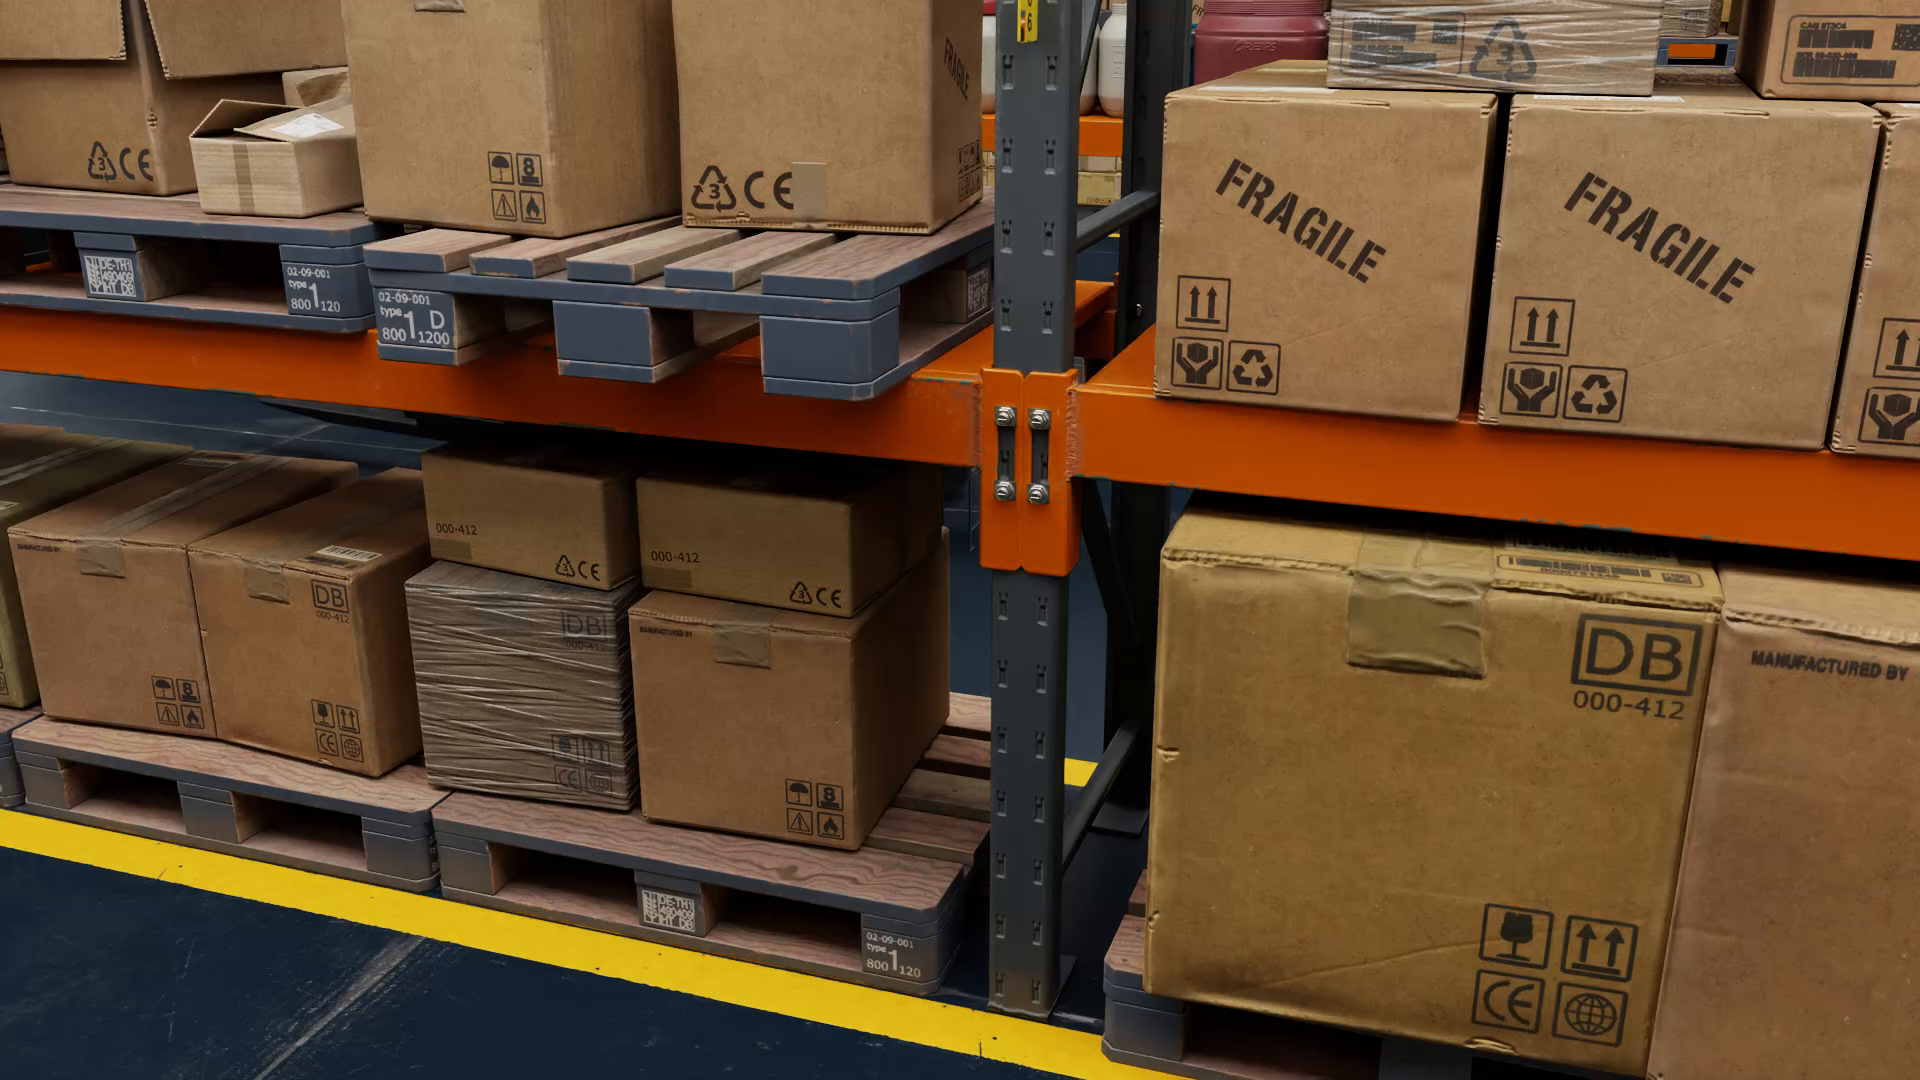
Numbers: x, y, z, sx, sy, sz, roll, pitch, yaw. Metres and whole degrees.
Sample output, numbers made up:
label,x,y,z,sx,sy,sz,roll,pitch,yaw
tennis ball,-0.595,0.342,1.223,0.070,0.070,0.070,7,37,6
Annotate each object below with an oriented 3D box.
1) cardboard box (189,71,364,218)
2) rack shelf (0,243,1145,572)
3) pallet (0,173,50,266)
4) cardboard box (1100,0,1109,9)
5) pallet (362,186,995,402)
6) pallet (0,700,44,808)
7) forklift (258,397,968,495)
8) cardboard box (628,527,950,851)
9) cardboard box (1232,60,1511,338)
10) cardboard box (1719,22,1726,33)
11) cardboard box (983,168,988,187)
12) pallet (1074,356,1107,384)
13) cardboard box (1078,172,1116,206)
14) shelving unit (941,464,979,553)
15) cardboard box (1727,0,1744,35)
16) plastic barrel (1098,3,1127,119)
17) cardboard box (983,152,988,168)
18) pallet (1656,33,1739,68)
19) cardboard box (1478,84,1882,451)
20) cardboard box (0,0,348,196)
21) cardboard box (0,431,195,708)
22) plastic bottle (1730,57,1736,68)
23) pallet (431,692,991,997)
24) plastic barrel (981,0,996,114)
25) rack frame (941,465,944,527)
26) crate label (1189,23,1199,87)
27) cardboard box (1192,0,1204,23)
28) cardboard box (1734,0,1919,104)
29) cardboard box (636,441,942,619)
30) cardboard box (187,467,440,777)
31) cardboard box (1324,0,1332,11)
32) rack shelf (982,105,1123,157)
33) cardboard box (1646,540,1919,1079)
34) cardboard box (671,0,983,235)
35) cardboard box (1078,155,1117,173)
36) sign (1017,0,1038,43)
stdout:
label,x,y,z,sx,sy,sz,roll,pitch,yaw
cardboard box,-1.385,-0.846,3.513,0.258,0.266,0.396,6,20,17
rack shelf,-1.611,-0.492,4.022,4.000,0.370,1.077,7,20,18
pallet,-2.826,-0.829,4.189,1.213,0.211,1.003,7,20,18
cardboard box,0.972,-4.029,12.927,0.500,0.500,0.500,8,21,22
pallet,-0.429,-0.569,3.442,1.003,0.211,1.213,7,20,18
pallet,-2.764,0.353,4.743,1.213,0.211,1.003,7,20,18
forklift,-1.506,-1.648,6.352,3.031,2.935,1.130,9,21,25
cardboard box,-0.361,0.291,3.813,0.500,0.500,0.700,5,20,15
cardboard box,0.826,-0.686,3.336,0.500,0.500,0.500,7,20,20
cardboard box,7.089,-4.826,15.715,0.250,0.149,0.380,7,20,20
cardboard box,0.054,-2.906,13.396,0.500,0.250,0.500,6,20,17
pallet,1.185,-0.934,8.436,1.213,0.211,1.003,7,20,18
cardboard box,1.027,-2.796,13.079,0.500,0.250,0.500,6,20,16
shelving unit,-0.014,-0.568,5.883,0.189,1.200,0.258,7,20,18
cardboard box,5.622,-3.680,11.287,0.500,0.500,0.700,1,19,4
plastic barrel,0.862,-2.253,7.812,0.421,0.512,0.421,0,19,0
cardboard box,0.063,-3.170,13.300,0.500,0.311,0.500,7,20,18
pallet,5.372,-3.396,11.552,1.213,0.211,1.003,7,20,18
cardboard box,1.136,-0.470,2.717,0.500,0.500,0.500,6,20,17
cardboard box,-1.832,-1.136,3.983,0.637,0.503,0.797,9,21,24
cardboard box,-2.483,0.056,4.489,0.500,0.500,0.700,6,20,18
plastic bottle,3.506,-2.066,7.622,0.133,0.283,0.061,7,20,18
pallet,-0.459,0.617,3.987,1.213,0.211,1.003,7,20,18
plastic barrel,0.059,-2.354,8.066,0.433,0.535,0.433,0,19,0
rack frame,-0.100,-0.578,5.912,0.006,1.200,0.240,7,20,18
crate label,1.054,-2.363,8.246,0.616,0.435,0.502,7,20,18
cardboard box,1.943,-3.918,12.608,0.500,0.500,0.500,5,20,15
cardboard box,1.579,-0.981,2.657,0.637,0.503,0.797,7,20,19
cardboard box,-0.364,-0.060,3.681,0.500,0.250,0.500,7,21,20
cardboard box,-1.427,0.176,4.143,0.500,0.500,0.700,8,21,23
cardboard box,3.524,-5.666,16.953,0.500,0.500,0.700,7,20,18
rack shelf,0.015,-2.032,8.440,4.000,0.370,1.077,7,20,18
cardboard box,1.763,0.369,3.049,0.875,0.875,1.225,7,20,18
cardboard box,-0.245,-0.907,3.330,0.500,0.500,0.500,4,20,11
cardboard box,1.024,-3.058,12.981,0.500,0.311,0.500,6,20,16
sign,0.110,-0.955,2.620,0.005,0.325,0.100,7,20,18
